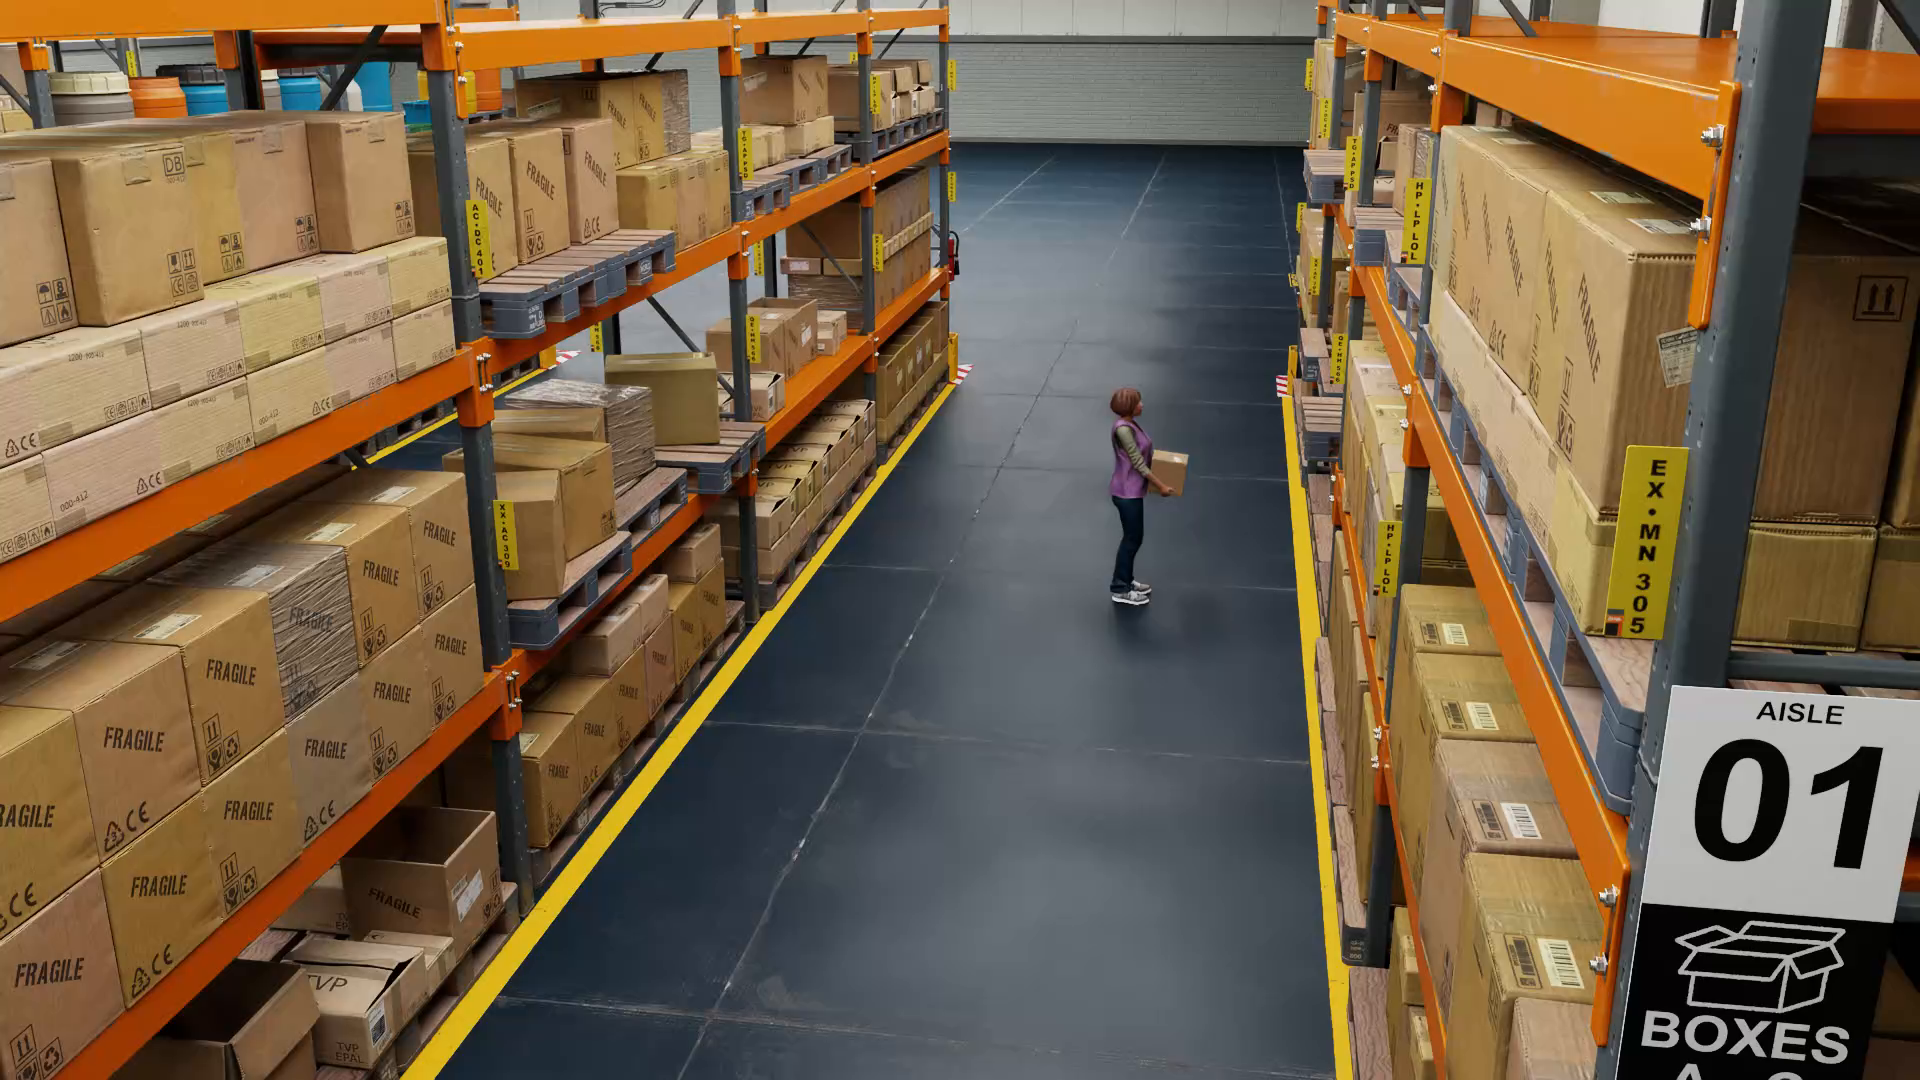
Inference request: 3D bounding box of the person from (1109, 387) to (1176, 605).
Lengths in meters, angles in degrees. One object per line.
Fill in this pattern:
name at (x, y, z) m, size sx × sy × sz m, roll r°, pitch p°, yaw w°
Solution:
person at (1.323, -0.327, 12.077) m, size 0.500 × 1.589 × 0.405 m, roll 3°, pitch 18°, yaw 9°
